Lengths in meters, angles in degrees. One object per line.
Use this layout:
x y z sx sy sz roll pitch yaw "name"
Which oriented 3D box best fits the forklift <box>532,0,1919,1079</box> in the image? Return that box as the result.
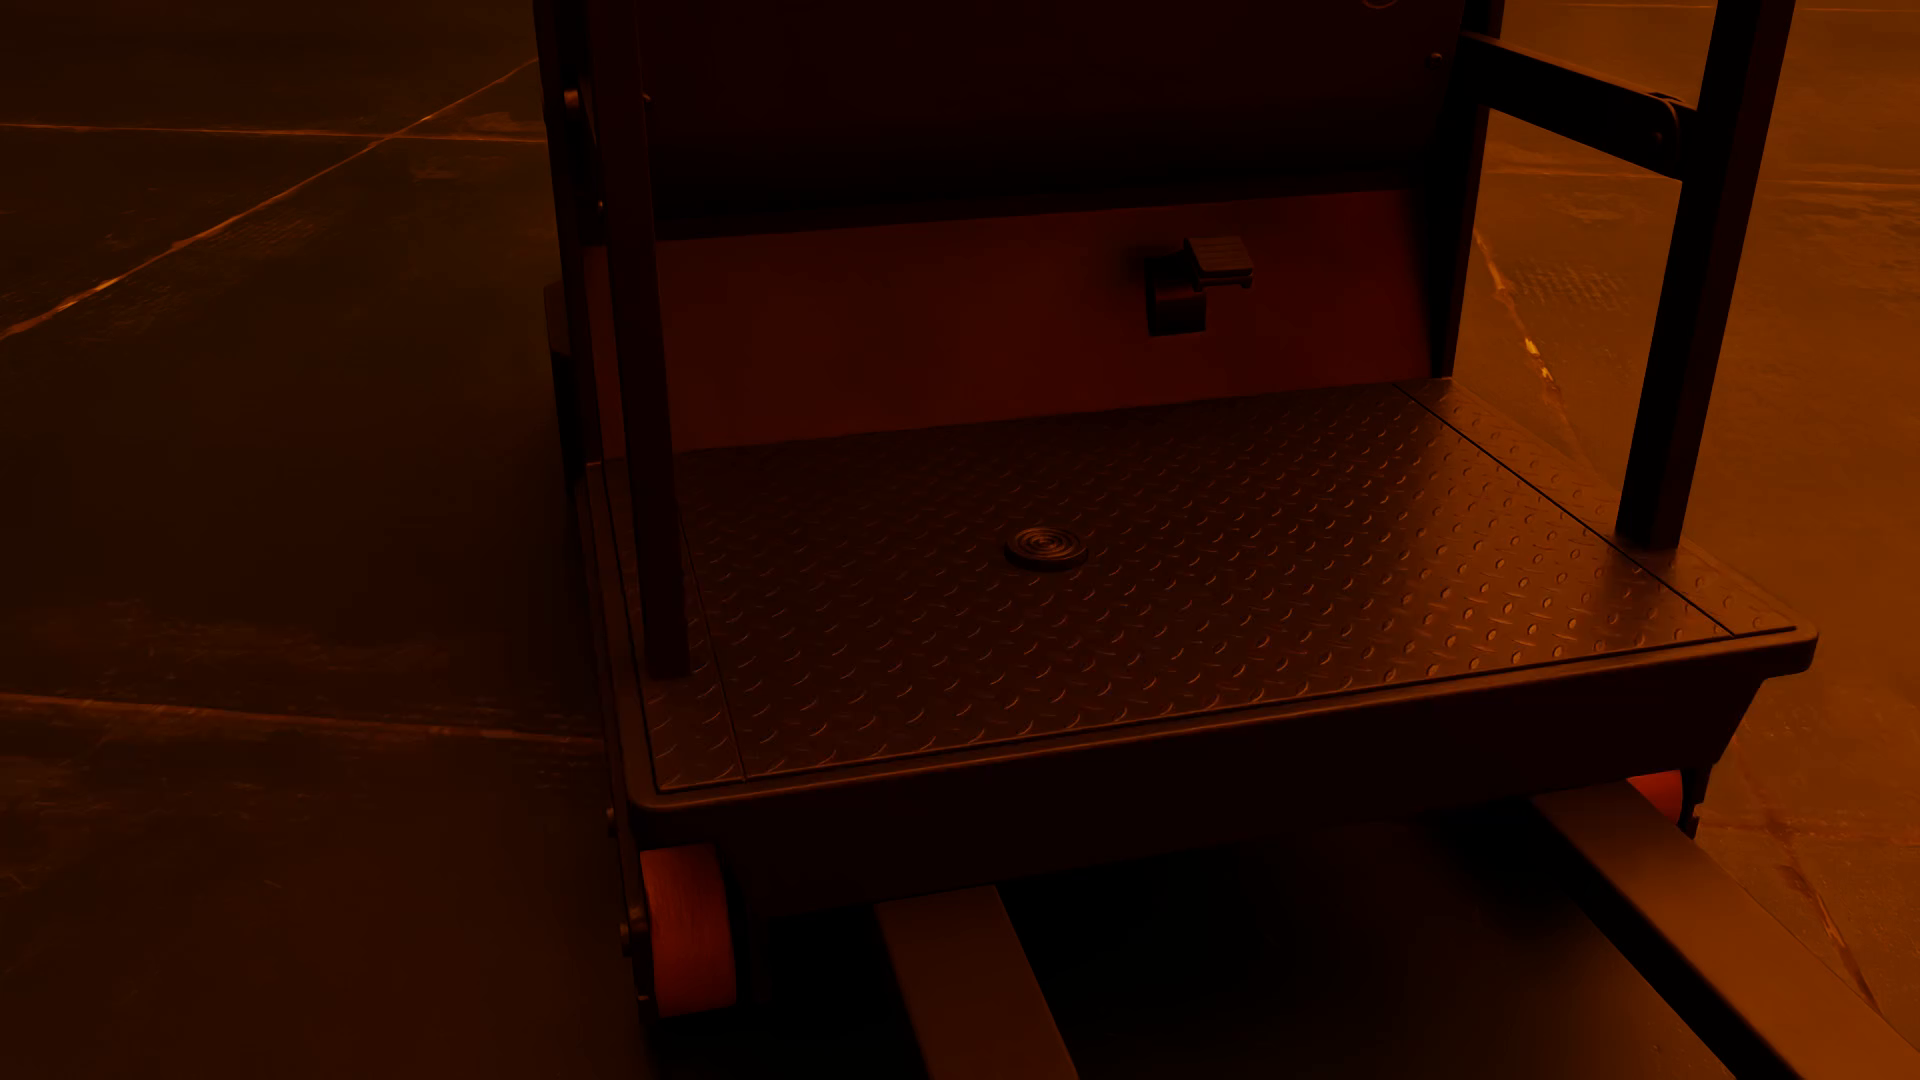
0.153 -1.049 1.319 1.130 2.935 3.031 -7 27 -13 "forklift"
